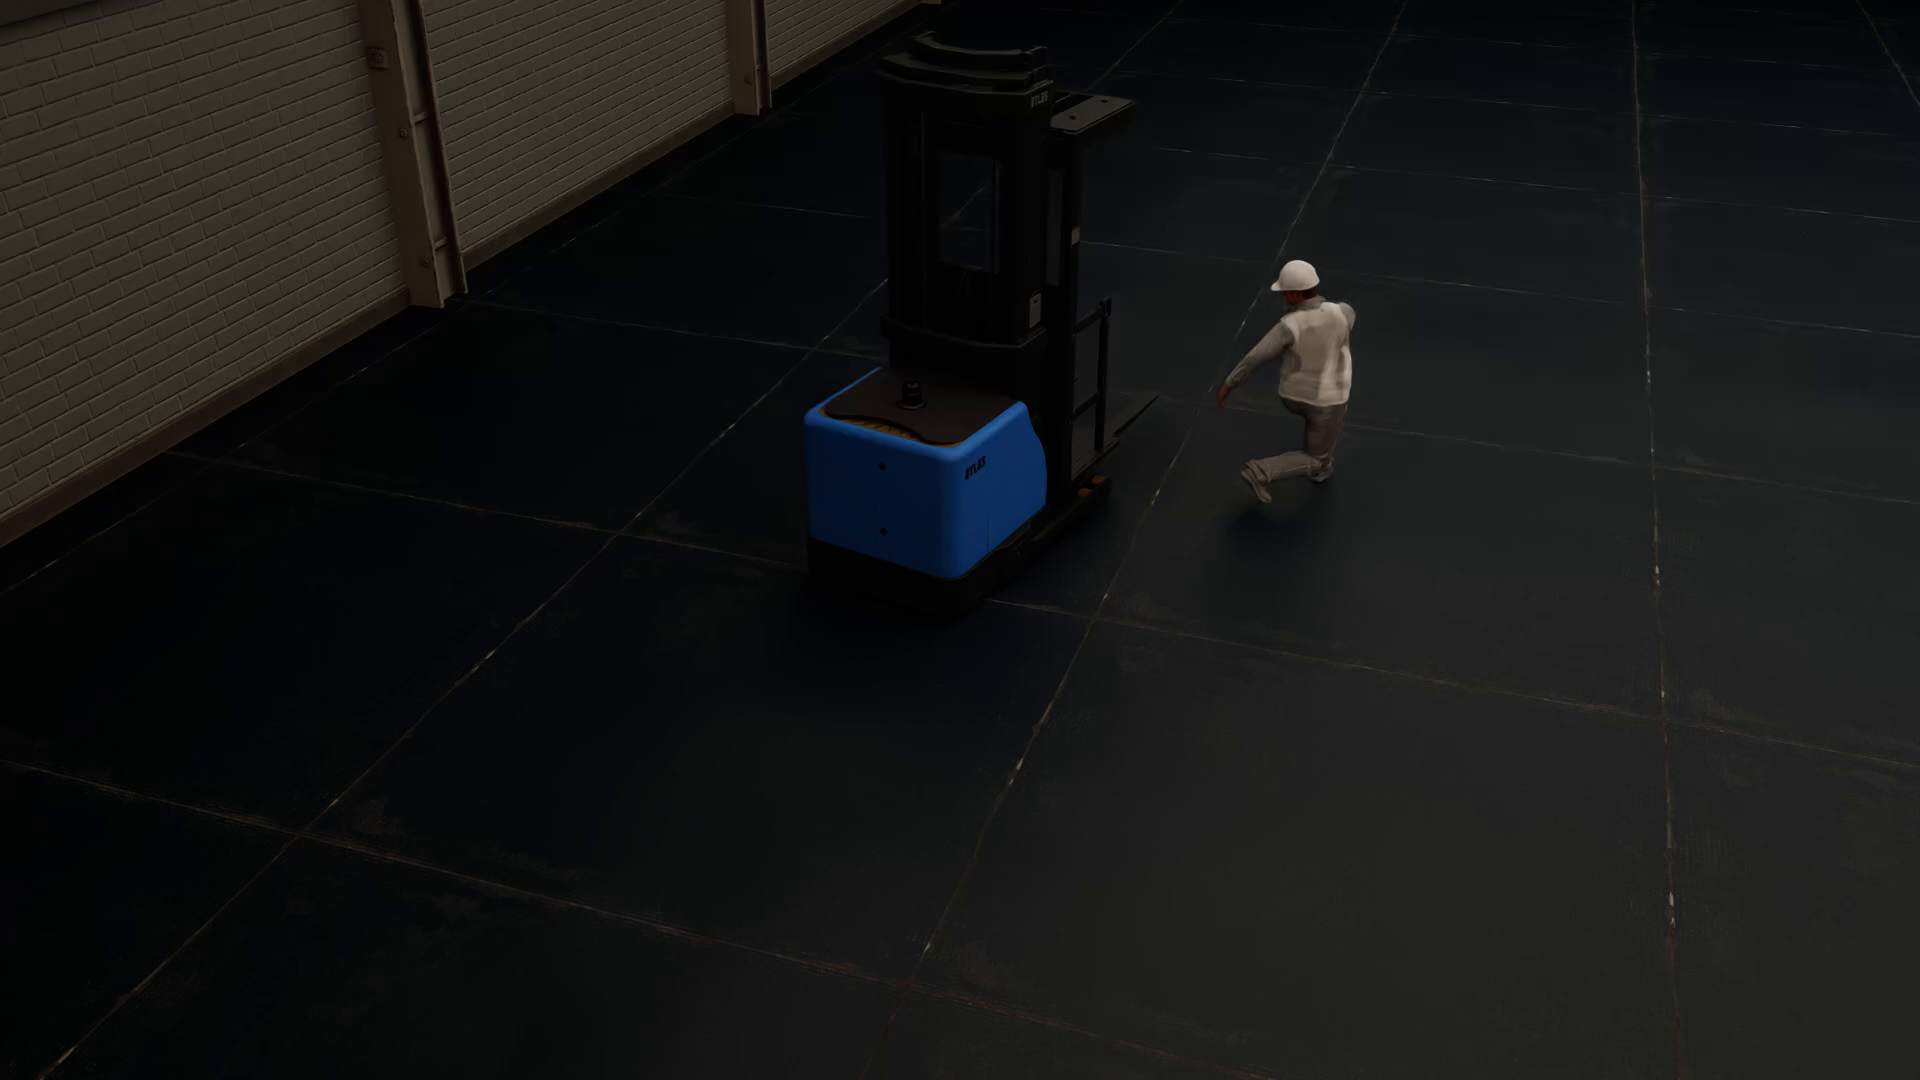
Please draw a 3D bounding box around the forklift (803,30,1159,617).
[{"bbox_3d":[0.305,-1.540,9.837,1.130,2.935,3.031,17,34,27],"label":"forklift"}]

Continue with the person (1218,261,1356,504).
[{"bbox_3d":[2.077,-0.991,10.336,0.690,1.539,0.943,23,37,34],"label":"person"}]
